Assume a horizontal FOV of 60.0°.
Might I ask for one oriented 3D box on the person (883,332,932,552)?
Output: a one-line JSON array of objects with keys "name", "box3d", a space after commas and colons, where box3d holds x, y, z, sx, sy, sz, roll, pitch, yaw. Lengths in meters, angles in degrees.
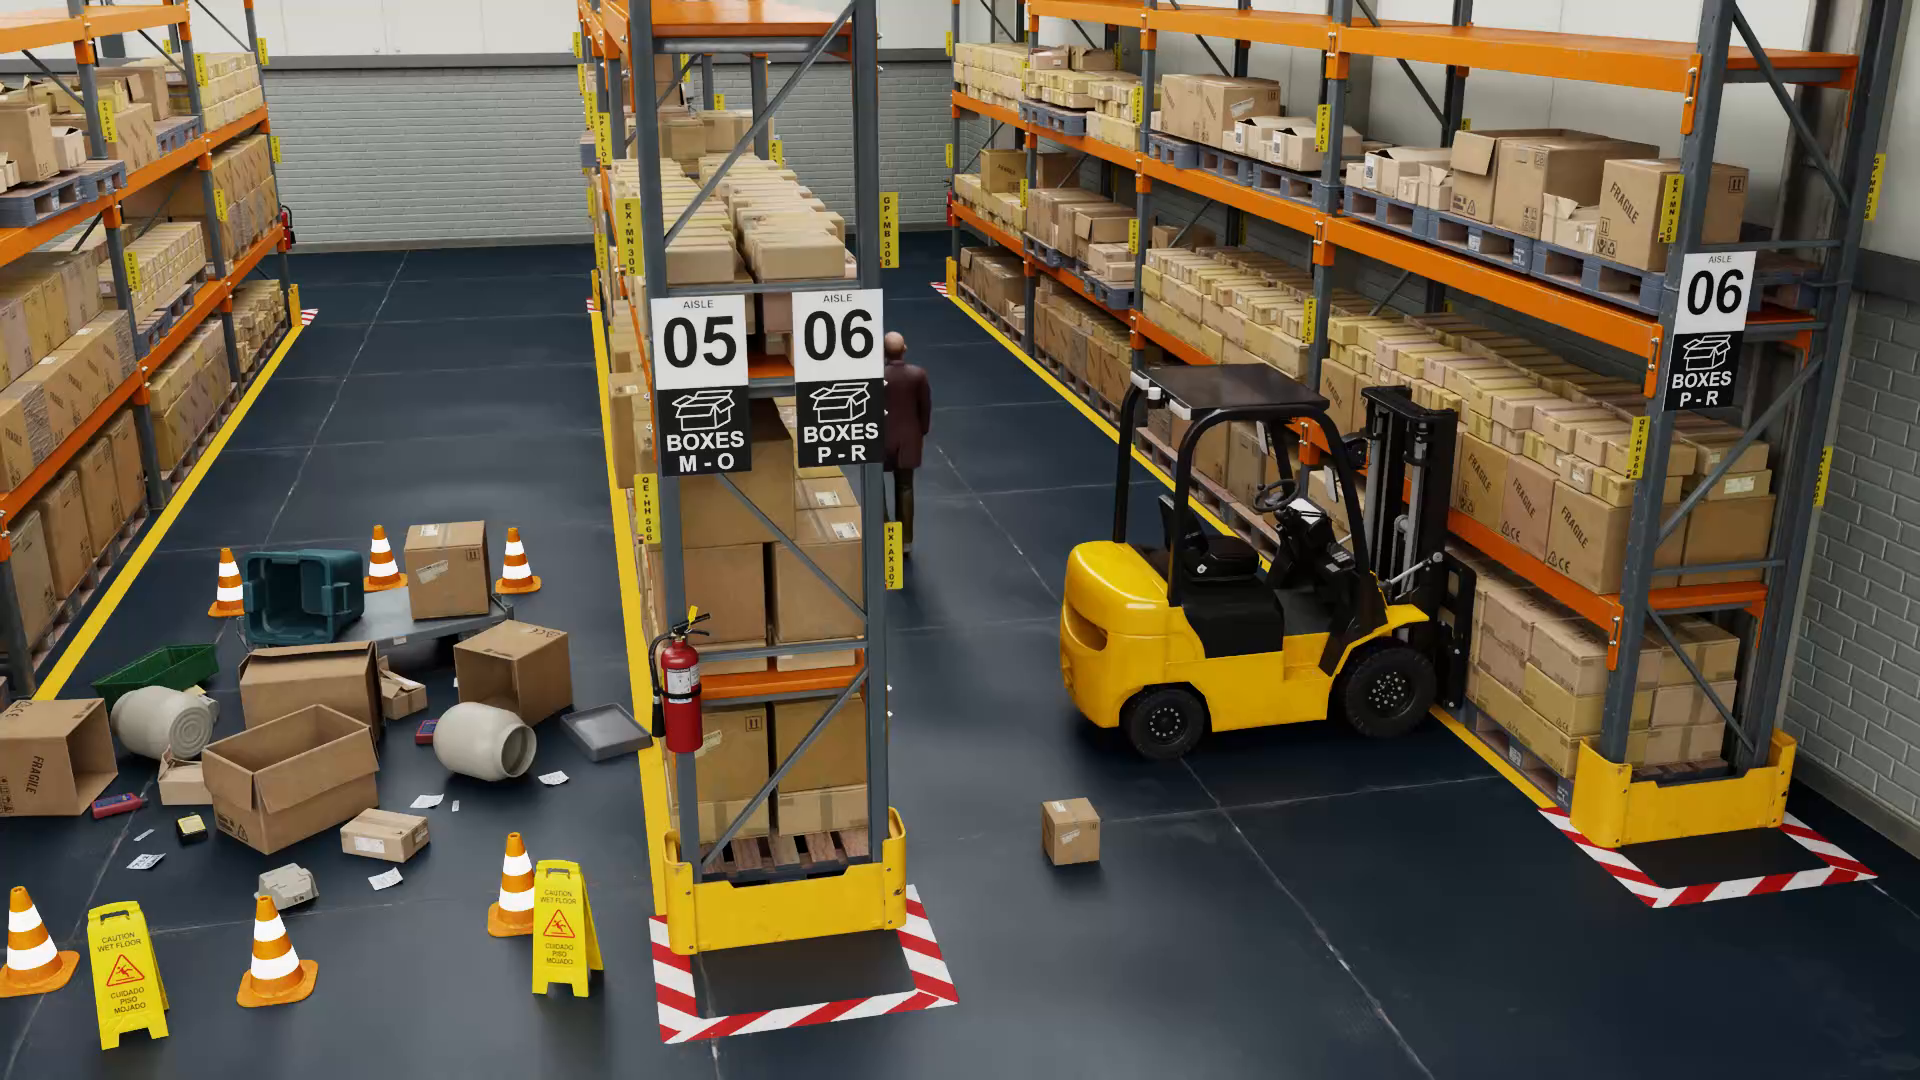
[{"name": "person", "box3d": [-0.534, -0.767, 13.320, 0.626, 1.850, 0.624, -5, 20, -14]}]
